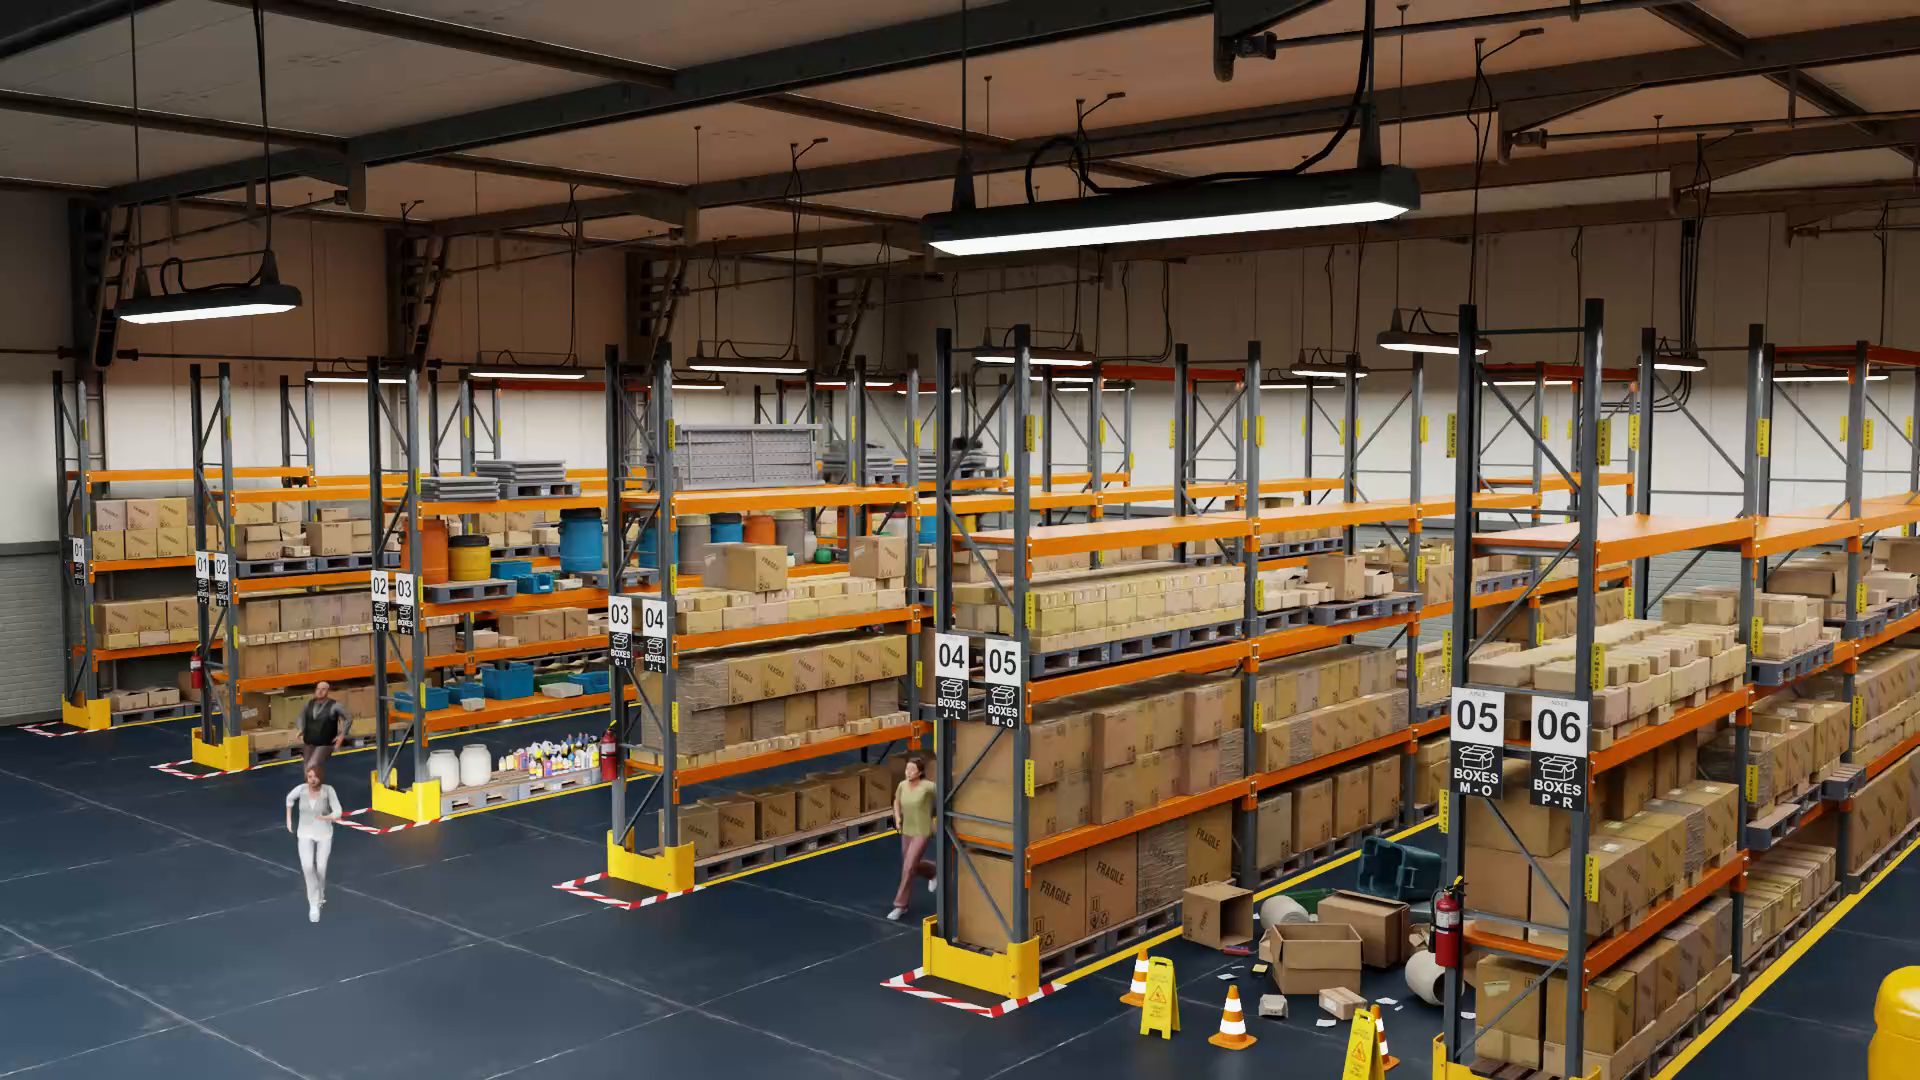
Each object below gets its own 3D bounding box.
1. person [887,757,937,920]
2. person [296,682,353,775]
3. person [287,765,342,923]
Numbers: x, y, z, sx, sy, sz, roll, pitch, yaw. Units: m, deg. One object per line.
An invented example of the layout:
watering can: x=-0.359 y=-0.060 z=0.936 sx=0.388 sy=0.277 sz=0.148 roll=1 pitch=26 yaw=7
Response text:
person: x=-0.434 y=3.085 z=17.478 sx=0.602 sy=1.660 sz=0.920 roll=3 pitch=5 yaw=31
person: x=-8.499 y=2.738 z=22.103 sx=0.713 sy=1.722 sz=0.674 roll=1 pitch=4 yaw=14
person: x=-6.725 y=3.120 z=17.339 sx=0.555 sy=1.615 sz=0.790 roll=-1 pitch=4 yaw=-17
